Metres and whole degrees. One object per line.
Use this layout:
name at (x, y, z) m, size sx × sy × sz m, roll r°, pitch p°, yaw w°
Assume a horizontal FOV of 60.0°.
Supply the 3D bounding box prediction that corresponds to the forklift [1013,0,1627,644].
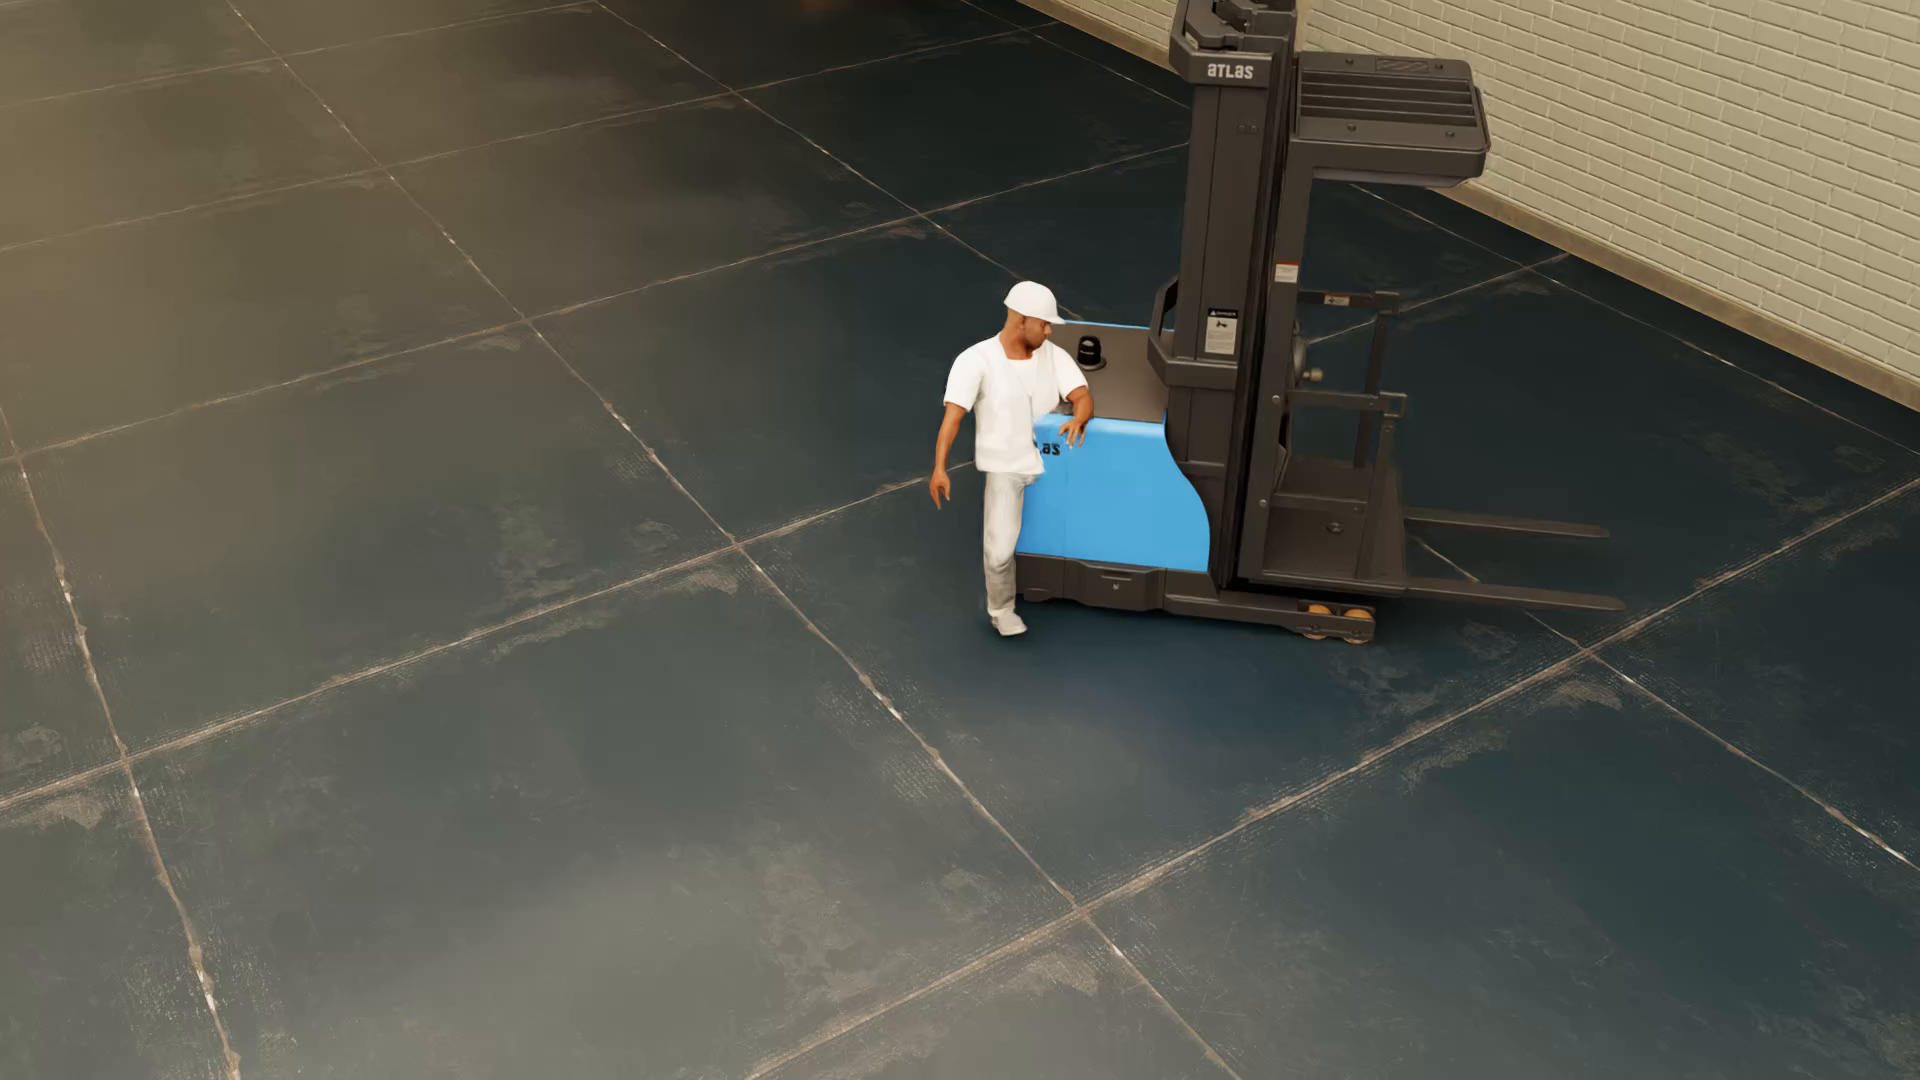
forklift at (1.716, -1.033, 7.618) m, size 3.031 × 2.935 × 1.130 m, roll 6°, pitch 36°, yaw 8°

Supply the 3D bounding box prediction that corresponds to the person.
person at (0.224, -0.341, 7.790) m, size 0.842 × 1.633 × 0.884 m, roll -24°, pitch 42°, yaw -30°
